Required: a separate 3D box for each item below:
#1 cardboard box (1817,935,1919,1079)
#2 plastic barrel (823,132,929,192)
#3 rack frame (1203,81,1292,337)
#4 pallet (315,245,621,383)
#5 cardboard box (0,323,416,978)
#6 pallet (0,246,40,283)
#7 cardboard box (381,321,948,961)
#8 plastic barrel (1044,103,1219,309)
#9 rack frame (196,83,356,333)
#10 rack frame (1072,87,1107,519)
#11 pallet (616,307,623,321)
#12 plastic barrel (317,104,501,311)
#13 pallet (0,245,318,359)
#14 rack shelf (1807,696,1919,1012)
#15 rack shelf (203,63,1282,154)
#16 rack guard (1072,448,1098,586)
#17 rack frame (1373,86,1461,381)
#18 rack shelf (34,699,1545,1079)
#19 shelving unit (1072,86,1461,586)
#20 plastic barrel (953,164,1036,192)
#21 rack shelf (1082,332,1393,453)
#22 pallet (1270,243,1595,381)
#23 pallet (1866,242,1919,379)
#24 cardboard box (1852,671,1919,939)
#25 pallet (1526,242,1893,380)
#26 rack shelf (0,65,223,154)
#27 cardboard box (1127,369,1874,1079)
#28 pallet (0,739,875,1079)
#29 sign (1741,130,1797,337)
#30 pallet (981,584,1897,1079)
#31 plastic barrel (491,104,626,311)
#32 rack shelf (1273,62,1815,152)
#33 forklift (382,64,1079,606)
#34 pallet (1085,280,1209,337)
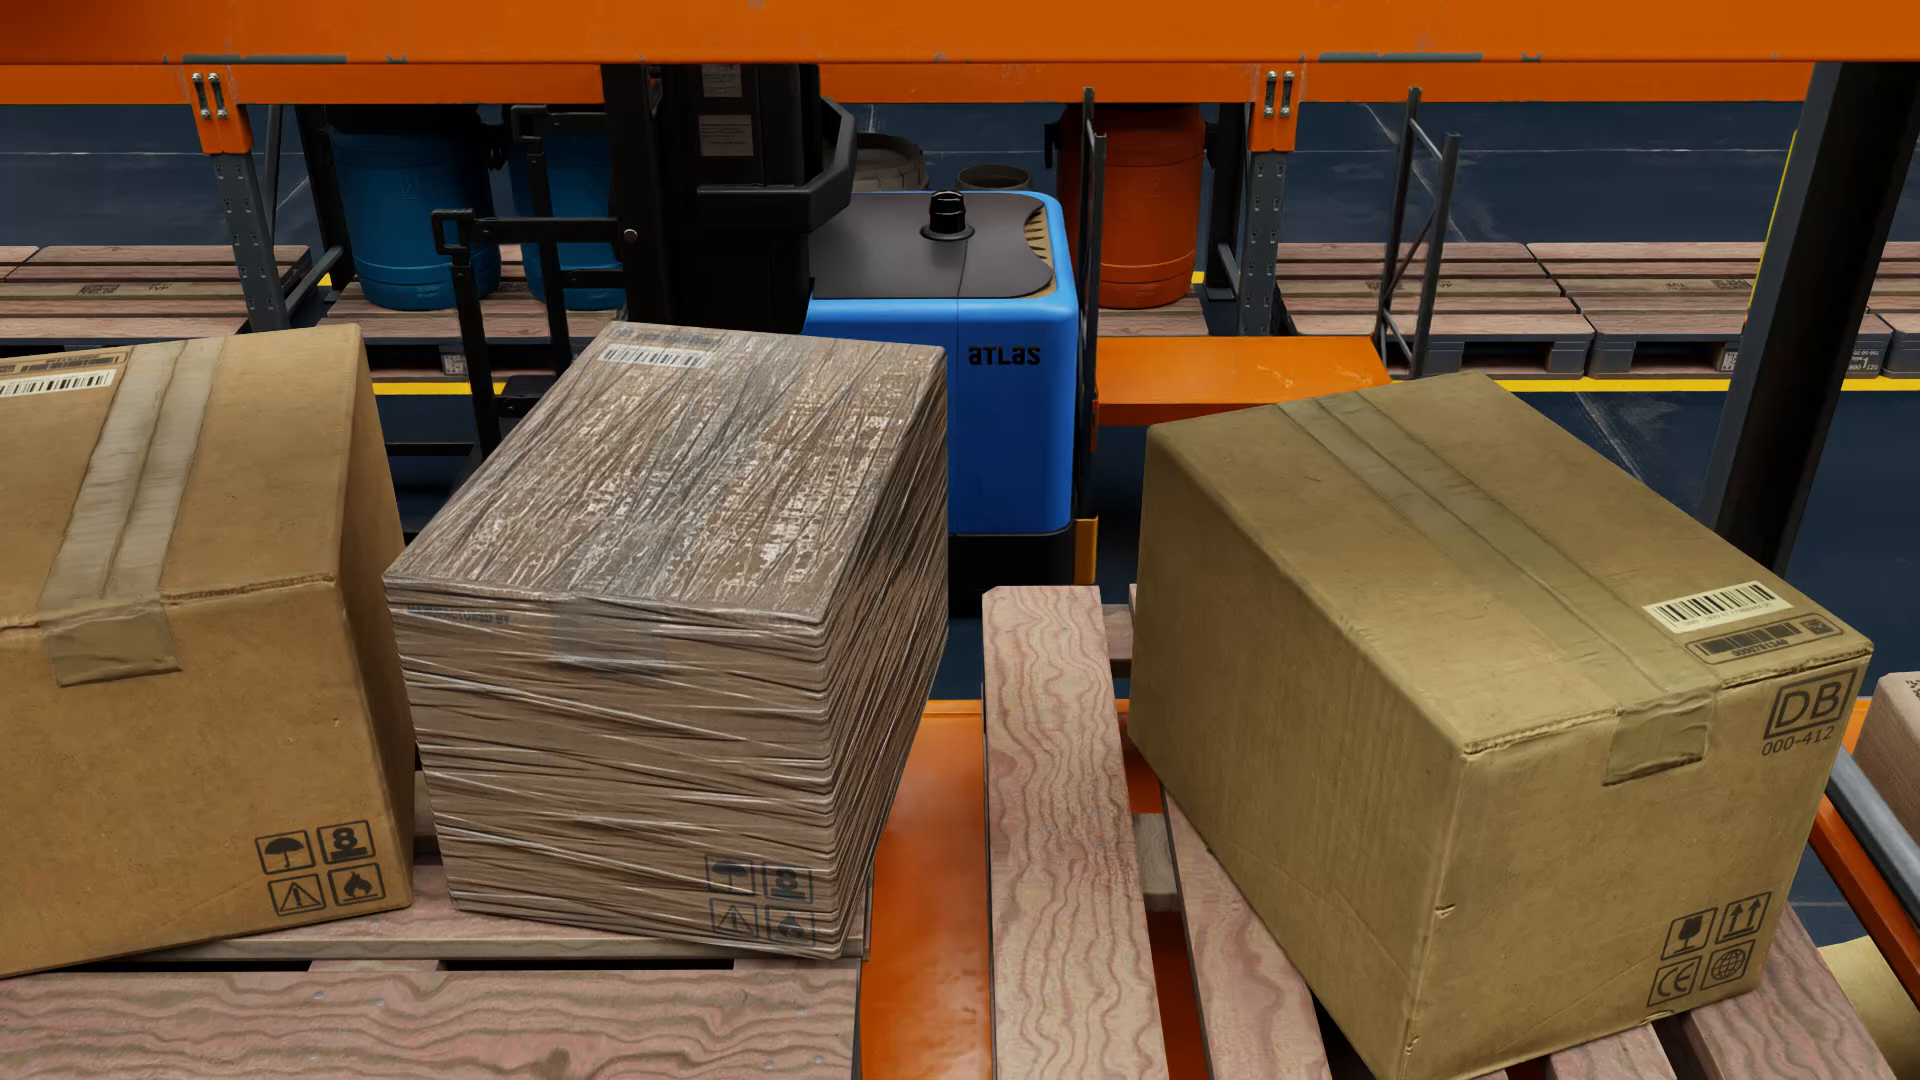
[{"bbox_3d":[1.741,0.980,2.948,0.500,0.311,0.500,1,31,1],"label":"cardboard box"},{"bbox_3d":[-0.426,-1.350,7.004,0.708,0.588,0.600,0,31,0],"label":"plastic barrel"},{"bbox_3d":[1.192,-2.216,6.510,0.127,3.000,1.000,0,31,0],"label":"rack frame"},{"bbox_3d":[-2.036,-0.992,7.181,1.213,0.211,1.003,0,31,0],"label":"pallet"},{"bbox_3d":[-1.015,0.106,2.182,0.500,0.500,0.700,-8,32,-13],"label":"cardboard box"},{"bbox_3d":[-4.766,-0.983,7.167,1.213,0.211,1.003,0,31,0],"label":"pallet"},{"bbox_3d":[-0.327,0.096,2.200,0.500,0.500,0.700,6,32,9],"label":"cardboard box"},{"bbox_3d":[0.703,-1.457,6.947,0.708,0.830,0.600,0,31,0],"label":"plastic barrel"},{"bbox_3d":[-2.808,-2.203,6.490,0.127,3.000,1.000,0,31,0],"label":"rack frame"},{"bbox_3d":[0.403,-0.643,5.363,0.032,1.500,0.500,0,31,0],"label":"rack frame"},{"bbox_3d":[-0.813,-0.997,7.190,1.213,0.211,1.003,0,31,0],"label":"pallet"},{"bbox_3d":[-2.264,-1.479,6.913,0.708,0.901,0.600,0,31,0],"label":"plastic barrel"},{"bbox_3d":[-3.543,-0.989,7.176,1.213,0.211,1.003,0,31,0],"label":"pallet"},{"bbox_3d":[3.218,0.655,2.472,4.000,0.370,1.077,0,31,0],"label":"rack shelf"},{"bbox_3d":[-0.808,-1.902,6.687,4.000,0.370,1.077,0,31,0],"label":"rack shelf"},{"bbox_3d":[0.404,-0.108,5.688,0.087,0.250,0.587,0,31,0],"label":"rack guard"},{"bbox_3d":[1.419,-0.647,5.370,0.032,1.500,0.500,0,31,0],"label":"rack frame"},{"bbox_3d":[-0.782,0.667,2.452,4.000,0.370,1.077,0,31,0],"label":"rack shelf"},{"bbox_3d":[0.902,-0.645,5.367,1.083,1.500,0.587,0,31,0],"label":"shelving unit"},{"bbox_3d":[0.139,-1.273,6.950,0.421,0.512,0.421,0,31,0],"label":"plastic barrel"},{"bbox_3d":[0.911,-0.491,5.460,1.000,0.185,0.538,0,31,0],"label":"rack shelf"},{"bbox_3d":[1.967,-1.006,7.204,1.213,0.211,1.003,0,31,0],"label":"pallet"},{"bbox_3d":[4.407,-1.014,7.217,1.213,0.211,1.003,0,31,0],"label":"pallet"},{"bbox_3d":[1.582,0.413,2.263,0.500,0.311,0.500,2,31,3],"label":"cardboard box"},{"bbox_3d":[3.184,-1.008,7.208,1.213,0.211,1.003,0,31,0],"label":"pallet"},{"bbox_3d":[-4.808,-1.889,6.666,4.000,0.370,1.077,0,31,0],"label":"rack shelf"},{"bbox_3d":[0.589,0.192,2.041,0.500,0.500,0.700,-11,33,-17],"label":"cardboard box"},{"bbox_3d":[-0.726,0.444,2.311,1.213,0.211,1.003,0,31,0],"label":"pallet"},{"bbox_3d":[1.212,-0.429,2.450,0.005,0.325,0.100,0,31,0],"label":"sign"},{"bbox_3d":[0.541,0.474,2.262,1.003,0.211,1.213,0,31,0],"label":"pallet"},{"bbox_3d":[-1.556,-1.481,6.917,0.708,0.901,0.600,0,31,0],"label":"plastic barrel"},{"bbox_3d":[3.192,-1.915,6.707,4.000,0.370,1.077,0,31,0],"label":"rack shelf"},{"bbox_3d":[-1.156,-1.268,5.014,3.031,2.935,1.130,0,31,0],"label":"forklift"},{"bbox_3d":[0.404,-1.000,7.194,1.213,0.211,1.003,0,31,0],"label":"pallet"}]
